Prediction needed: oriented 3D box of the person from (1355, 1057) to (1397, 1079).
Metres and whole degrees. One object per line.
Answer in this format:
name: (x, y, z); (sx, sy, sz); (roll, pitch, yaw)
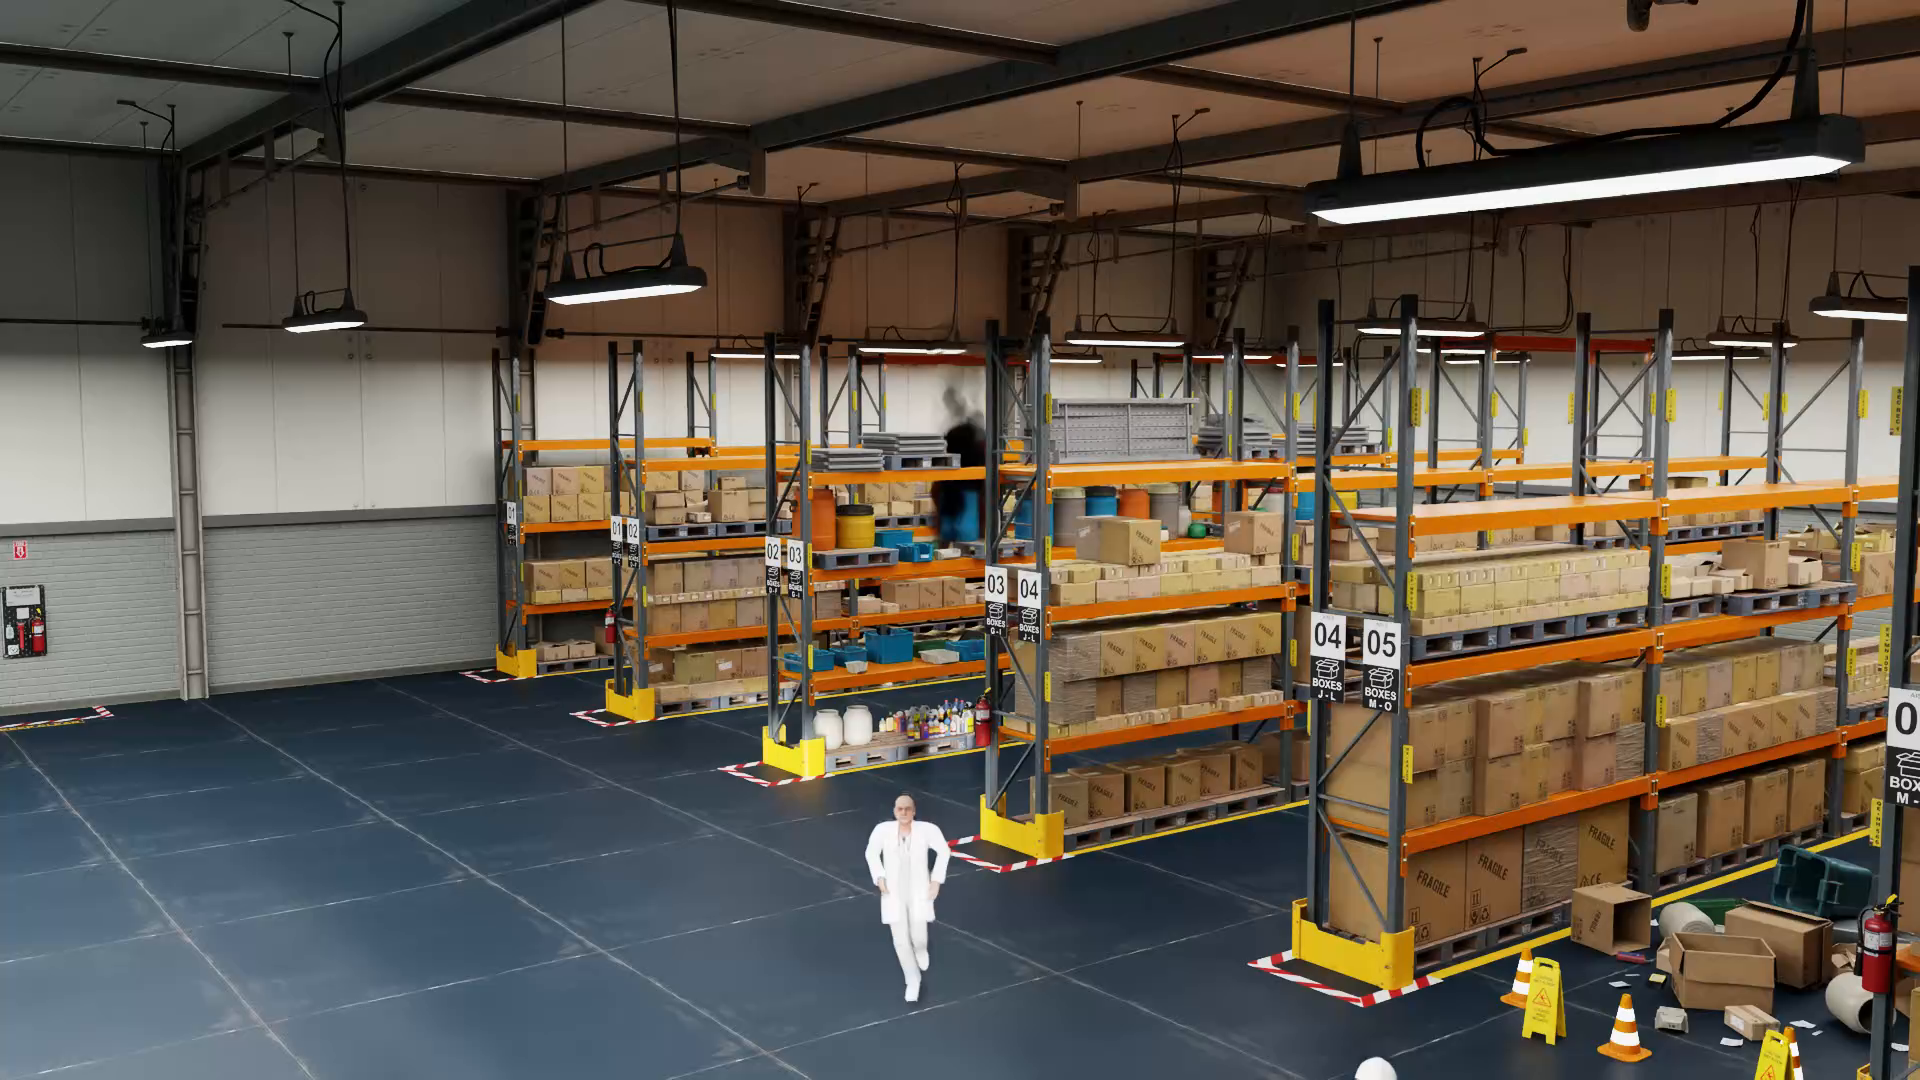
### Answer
person: (2.157, 3.539, 8.716); (0.684, 1.765, 0.888); (1, 5, 15)

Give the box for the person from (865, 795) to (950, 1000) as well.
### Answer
person: (-0.459, 3.010, 14.385); (0.729, 1.665, 0.627); (0, 5, 5)

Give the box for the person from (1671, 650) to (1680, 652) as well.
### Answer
person: (9.742, 2.316, 22.584); (0.938, 1.685, 0.575); (-5, 7, -42)
